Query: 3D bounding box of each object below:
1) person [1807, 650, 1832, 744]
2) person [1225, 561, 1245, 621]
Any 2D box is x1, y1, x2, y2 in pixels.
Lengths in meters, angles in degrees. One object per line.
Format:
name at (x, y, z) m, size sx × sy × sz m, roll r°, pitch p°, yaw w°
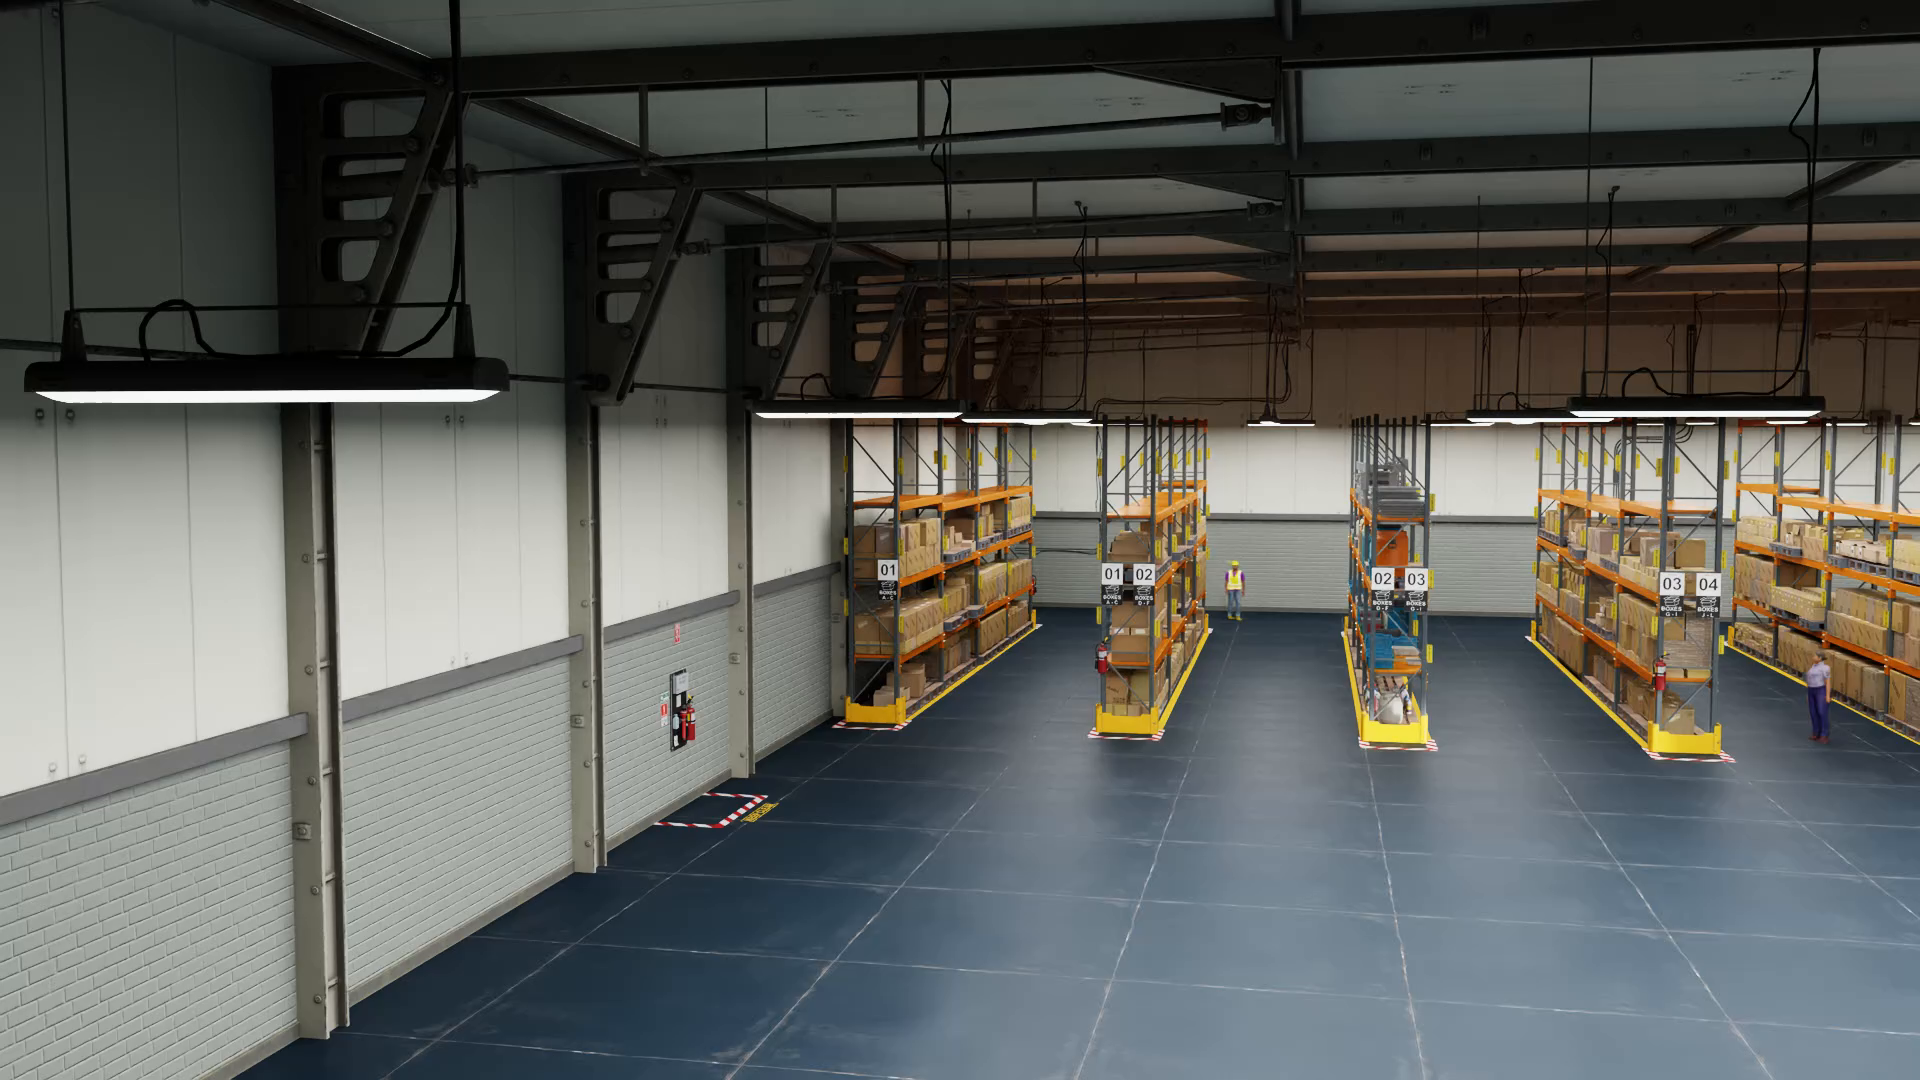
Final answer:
person at (15.801, 2.873, 30.588) m, size 0.425 × 1.677 × 0.608 m, roll -1°, pitch 4°, yaw -11°
person at (8.277, 1.524, 50.005) m, size 0.591 × 1.779 × 0.518 m, roll 0°, pitch 4°, yaw -6°
